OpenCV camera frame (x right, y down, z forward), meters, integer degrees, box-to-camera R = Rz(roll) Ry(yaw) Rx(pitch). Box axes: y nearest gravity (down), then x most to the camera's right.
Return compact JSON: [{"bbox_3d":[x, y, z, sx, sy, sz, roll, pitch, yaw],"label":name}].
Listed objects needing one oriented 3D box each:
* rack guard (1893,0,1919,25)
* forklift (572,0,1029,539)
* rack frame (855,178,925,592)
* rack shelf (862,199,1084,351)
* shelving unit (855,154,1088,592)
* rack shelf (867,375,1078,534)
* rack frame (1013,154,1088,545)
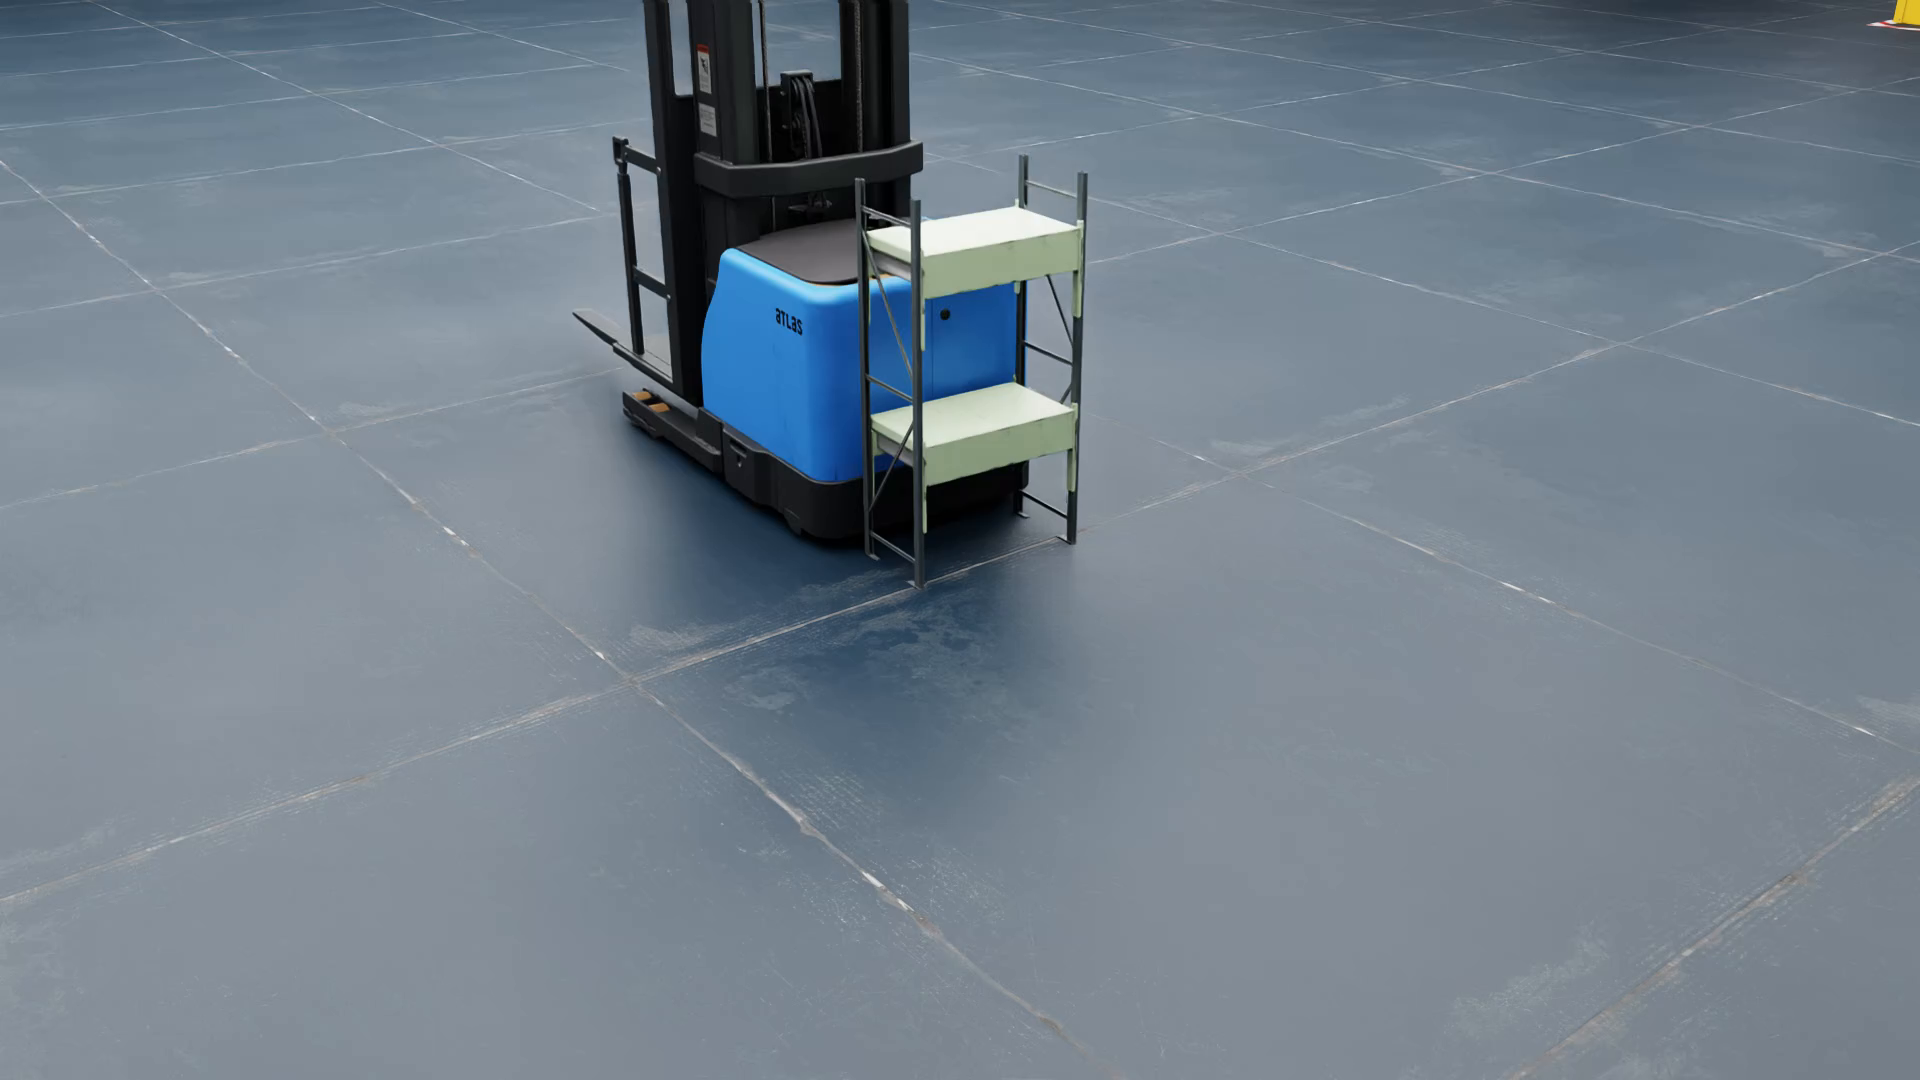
[{"bbox_3d":[11.984,-6.469,20.094,0.348,0.500,1.175,-18,31,-34],"label":"rack guard"},{"bbox_3d":[-0.945,-1.902,7.366,1.130,2.935,3.031,-16,29,-30],"label":"forklift"},{"bbox_3d":[-0.257,-0.556,6.166,0.023,1.500,0.400,-16,29,-31],"label":"rack frame"},{"bbox_3d":[0.045,-0.997,6.189,0.720,0.370,0.431,-16,29,-31],"label":"rack shelf"},{"bbox_3d":[0.045,-0.643,6.354,0.755,1.500,0.431,-16,29,-31],"label":"shelving unit"},{"bbox_3d":[0.045,-0.347,6.491,0.720,0.370,0.431,-16,29,-31],"label":"rack shelf"},{"bbox_3d":[0.347,-0.730,6.541,0.023,1.500,0.400,-16,29,-31],"label":"rack frame"}]
